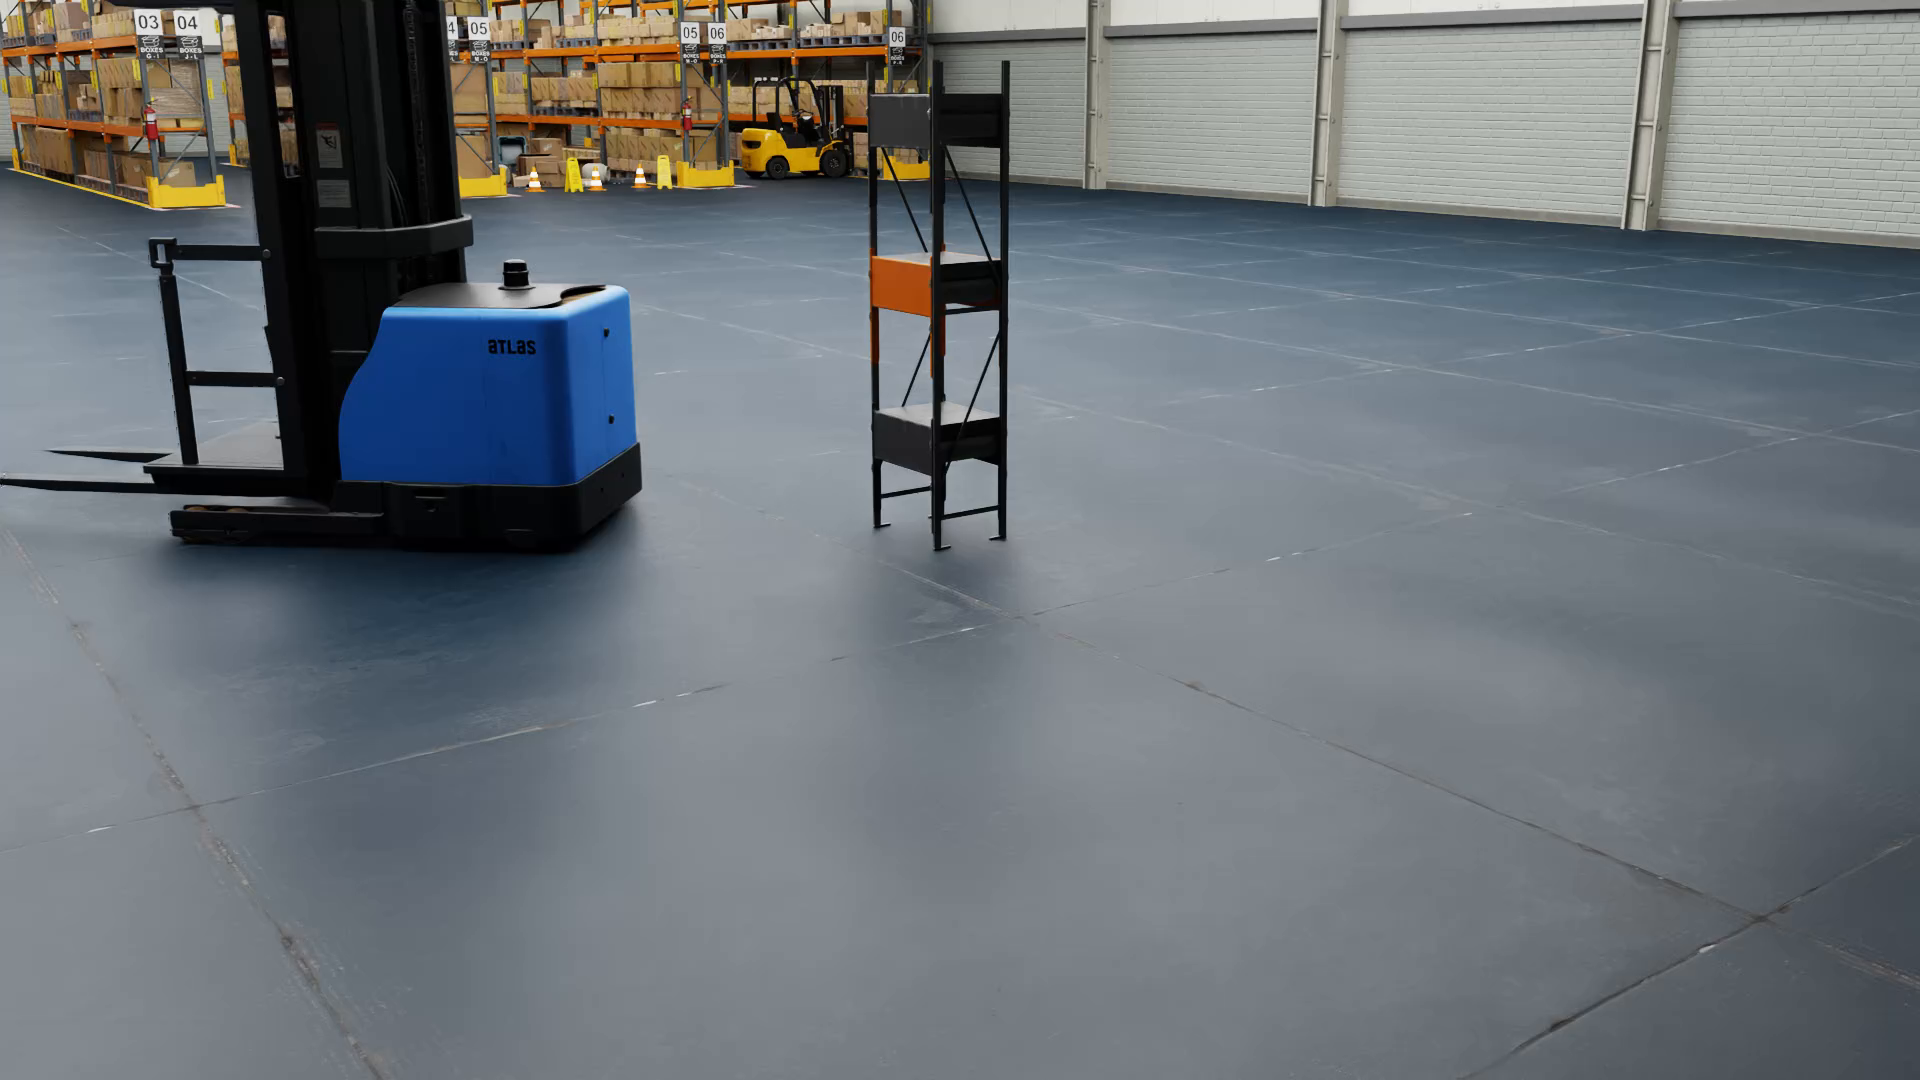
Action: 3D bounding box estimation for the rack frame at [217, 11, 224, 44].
[{"bbox_3d":[-18.515,-14.214,42.464,1.000,3.000,0.127,-11,19,-35],"label":"rack frame"}]

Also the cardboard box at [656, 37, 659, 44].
[{"bbox_3d":[-5.996,-10.227,34.053,0.380,0.149,0.250,-11,19,-34],"label":"cardboard box"}]

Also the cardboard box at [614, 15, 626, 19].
[{"bbox_3d":[-7.836,-11.658,37.348,0.500,0.250,0.500,-11,19,-36],"label":"cardboard box"}]

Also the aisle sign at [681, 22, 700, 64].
[{"bbox_3d":[-5.361,-9.890,33.103,0.394,0.787,0.004,-11,19,-35],"label":"aisle sign"}]

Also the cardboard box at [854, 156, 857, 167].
[{"bbox_3d":[-2.254,-8.609,37.760,0.500,0.250,0.500,-11,19,-34],"label":"cardboard box"}]

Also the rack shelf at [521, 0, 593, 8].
[{"bbox_3d":[-8.691,-12.329,37.696,1.077,0.370,4.000,-11,19,-35],"label":"rack shelf"}]

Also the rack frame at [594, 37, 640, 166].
[{"bbox_3d":[-7.515,-9.548,36.780,1.000,3.000,0.127,-11,19,-35],"label":"rack frame"}]

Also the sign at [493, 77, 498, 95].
[{"bbox_3d":[-8.655,-8.445,30.958,0.100,0.325,0.005,-11,19,-35],"label":"sign"}]

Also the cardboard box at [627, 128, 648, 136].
[{"bbox_3d":[-6.897,-8.729,35.549,0.380,0.149,0.250,-10,18,-31],"label":"cardboard box"}]

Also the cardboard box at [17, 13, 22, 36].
[{"bbox_3d":[-21.056,-11.737,37.922,0.700,0.500,0.500,-10,18,-32],"label":"cardboard box"}]

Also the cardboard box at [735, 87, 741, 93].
[{"bbox_3d":[-5.411,-11.259,41.613,0.380,0.149,0.250,-11,19,-34],"label":"cardboard box"}]

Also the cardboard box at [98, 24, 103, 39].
[{"bbox_3d":[-15.159,-9.136,29.877,0.500,0.250,0.500,-11,19,-35],"label":"cardboard box"}]

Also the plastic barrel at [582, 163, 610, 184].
[{"bbox_3d":[-7.602,-7.657,34.752,0.512,0.421,0.421,1,15,4],"label":"plastic barrel"}]

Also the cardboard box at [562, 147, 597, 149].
[{"bbox_3d":[-9.103,-9.059,39.174,0.950,0.372,0.625,-11,19,-36],"label":"cardboard box"}]

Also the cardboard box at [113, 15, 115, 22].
[{"bbox_3d":[-14.478,-9.078,28.909,0.380,0.149,0.250,-12,19,-37],"label":"cardboard box"}]

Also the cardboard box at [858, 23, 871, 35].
[{"bbox_3d":[-2.032,-11.282,36.702,0.396,0.266,0.258,-11,19,-34],"label":"cardboard box"}]

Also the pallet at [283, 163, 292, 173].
[{"bbox_3d":[-15.705,-8.955,39.897,1.003,0.211,1.213,-11,19,-35],"label":"pallet"}]

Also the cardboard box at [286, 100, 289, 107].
[{"bbox_3d":[-15.223,-10.002,38.120,0.380,0.149,0.250,-10,18,-33],"label":"cardboard box"}]

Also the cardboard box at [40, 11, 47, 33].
[{"bbox_3d":[-19.102,-10.996,35.397,0.797,0.503,0.637,-11,19,-35],"label":"cardboard box"}]

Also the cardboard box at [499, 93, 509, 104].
[{"bbox_3d":[-10.979,-10.850,40.874,0.500,0.250,0.500,-11,19,-36],"label":"cardboard box"}]

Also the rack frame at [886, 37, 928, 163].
[{"bbox_3d":[-1.150,-9.465,36.477,1.000,3.000,0.127,-11,19,-35],"label":"rack frame"}]

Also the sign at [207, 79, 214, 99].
[{"bbox_3d":[-12.741,-7.658,28.232,0.100,0.325,0.005,-11,19,-35],"label":"sign"}]

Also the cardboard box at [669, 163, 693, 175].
[{"bbox_3d":[-5.870,-7.706,34.463,0.500,0.250,0.500,-11,19,-35],"label":"cardboard box"}]

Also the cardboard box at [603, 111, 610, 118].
[{"bbox_3d":[-7.589,-9.310,36.385,0.380,0.149,0.250,-11,19,-35],"label":"cardboard box"}]

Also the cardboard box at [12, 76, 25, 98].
[{"bbox_3d":[-21.920,-10.644,39.085,0.500,0.500,0.500,-11,19,-36],"label":"cardboard box"}]

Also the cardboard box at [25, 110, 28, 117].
[{"bbox_3d":[-21.285,-9.831,38.289,0.380,0.149,0.250,-10,18,-34],"label":"cardboard box"}]

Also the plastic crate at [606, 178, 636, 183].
[{"bbox_3d":[-7.255,-7.677,35.475,0.583,0.080,0.402,10,18,33],"label":"plastic crate"}]

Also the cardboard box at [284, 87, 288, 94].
[{"bbox_3d":[-15.229,-10.291,38.046,0.380,0.149,0.250,-10,18,-32],"label":"cardboard box"}]

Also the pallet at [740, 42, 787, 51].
[{"bbox_3d":[-4.723,-12.160,40.998,1.003,0.211,1.213,-10,18,-32],"label":"pallet"}]

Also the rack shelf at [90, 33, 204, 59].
[{"bbox_3d":[-14.355,-8.683,29.298,1.077,0.370,4.000,-11,19,-35],"label":"rack shelf"}]

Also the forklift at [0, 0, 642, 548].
[{"bbox_3d":[-3.126,-1.528,7.606,3.031,2.935,1.130,2,15,7],"label":"forklift"}]

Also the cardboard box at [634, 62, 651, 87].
[{"bbox_3d":[-6.315,-9.645,34.488,0.700,0.500,0.500,-11,19,-35],"label":"cardboard box"}]

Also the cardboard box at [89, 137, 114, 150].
[{"bbox_3d":[-17.465,-8.094,33.947,0.500,0.250,0.500,-10,18,-32],"label":"cardboard box"}]

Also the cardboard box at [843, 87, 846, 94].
[{"bbox_3d":[-2.429,-10.194,37.722,0.380,0.149,0.250,-11,19,-35],"label":"cardboard box"}]

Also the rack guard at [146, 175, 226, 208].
[{"bbox_3d":[-13.224,-5.966,28.428,1.175,0.500,0.348,-11,19,-35],"label":"rack guard"}]

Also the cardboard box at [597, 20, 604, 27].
[{"bbox_3d":[-7.594,-11.140,35.881,0.380,0.149,0.250,-11,19,-36],"label":"cardboard box"}]

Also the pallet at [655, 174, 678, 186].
[{"bbox_3d":[-5.657,-7.544,34.740,1.003,0.211,1.213,-11,19,-35],"label":"pallet"}]

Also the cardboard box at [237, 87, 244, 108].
[{"bbox_3d":[-17.862,-11.157,41.904,0.500,0.500,0.500,-11,19,-34],"label":"cardboard box"}]

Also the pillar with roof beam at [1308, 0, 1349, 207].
[{"bbox_3d":[2.743,-9.417,24.935,9.100,9.000,0.400,-11,19,-35],"label":"pillar with roof beam"}]

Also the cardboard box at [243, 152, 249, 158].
[{"bbox_3d":[-18.033,-9.820,42.377,0.380,0.149,0.250,-11,19,-34],"label":"cardboard box"}]

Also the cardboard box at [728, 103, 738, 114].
[{"bbox_3d":[-5.499,-10.860,41.858,0.500,0.250,0.500,-11,19,-36],"label":"cardboard box"}]

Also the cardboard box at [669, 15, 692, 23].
[{"bbox_3d":[-5.601,-10.431,33.287,0.380,0.149,0.250,-11,19,-34],"label":"cardboard box"}]

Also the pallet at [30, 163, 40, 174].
[{"bbox_3d":[-21.340,-8.808,39.359,1.003,0.211,1.213,-11,19,-35],"label":"pallet"}]

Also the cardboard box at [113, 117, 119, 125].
[{"bbox_3d":[-15.074,-7.580,30.065,0.380,0.149,0.250,-11,19,-35],"label":"cardboard box"}]

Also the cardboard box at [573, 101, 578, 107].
[{"bbox_3d":[-8.515,-9.859,37.595,0.380,0.149,0.250,-11,19,-34],"label":"cardboard box"}]

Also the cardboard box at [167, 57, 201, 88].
[{"bbox_3d":[-13.282,-7.989,28.438,0.500,0.500,0.500,-11,19,-35],"label":"cardboard box"}]

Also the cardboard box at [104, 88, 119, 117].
[{"bbox_3d":[-15.051,-7.984,30.311,0.875,0.500,0.500,-11,19,-35],"label":"cardboard box"}]

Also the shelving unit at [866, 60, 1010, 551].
[{"bbox_3d":[-0.097,-1.048,7.428,0.431,2.100,0.503,-11,19,-35],"label":"shelving unit"}]

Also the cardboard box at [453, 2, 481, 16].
[{"bbox_3d":[-9.184,-9.816,30.811,0.500,0.250,0.500,-11,19,-35],"label":"cardboard box"}]

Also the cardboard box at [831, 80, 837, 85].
[{"bbox_3d":[-2.733,-10.447,38.082,0.380,0.149,0.250,-11,19,-35],"label":"cardboard box"}]

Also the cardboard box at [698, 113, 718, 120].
[{"bbox_3d":[-5.196,-8.677,34.074,0.380,0.149,0.250,-11,19,-34],"label":"cardboard box"}]

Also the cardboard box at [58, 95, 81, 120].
[{"bbox_3d":[-18.374,-8.979,34.512,0.500,0.500,0.500,-10,18,-33],"label":"cardboard box"}]
